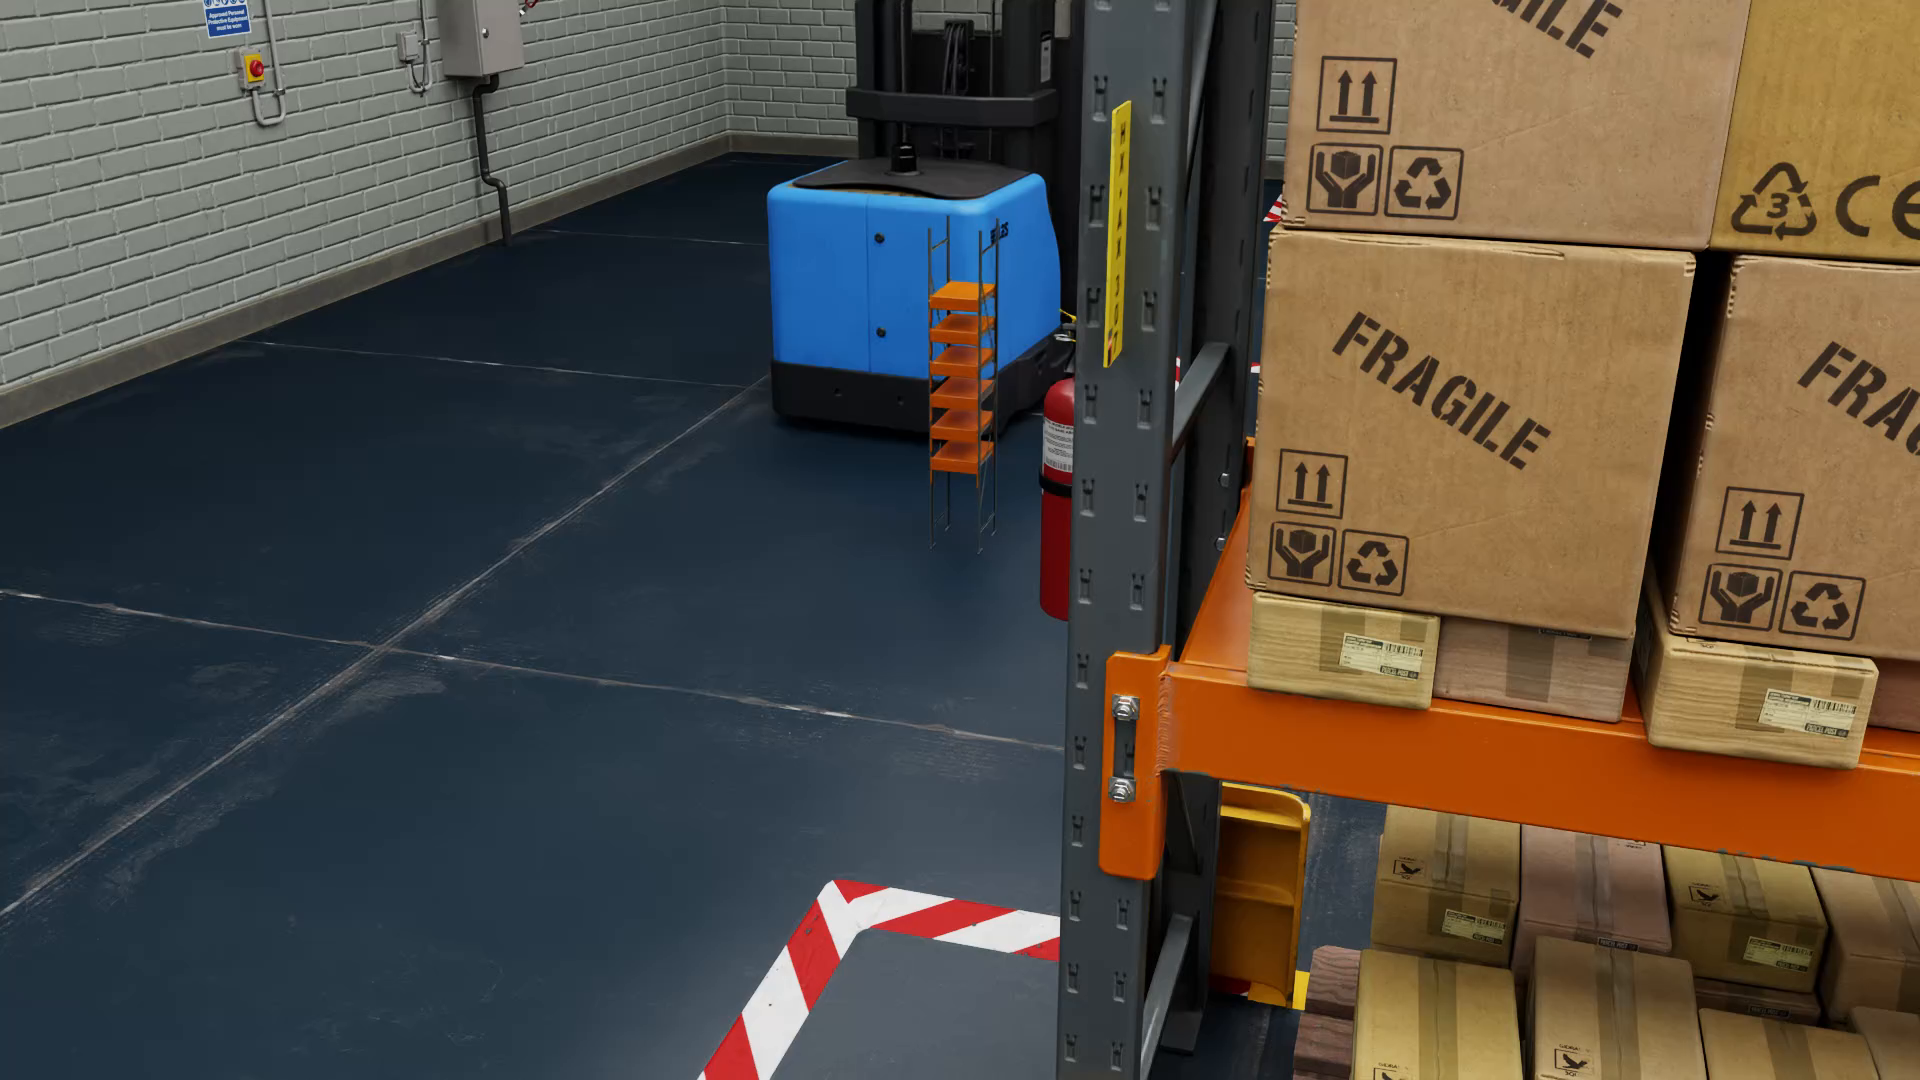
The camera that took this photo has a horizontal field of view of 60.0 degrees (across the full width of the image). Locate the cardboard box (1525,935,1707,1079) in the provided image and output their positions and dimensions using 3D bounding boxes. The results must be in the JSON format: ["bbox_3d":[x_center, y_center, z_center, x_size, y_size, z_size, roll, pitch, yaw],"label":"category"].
[{"bbox_3d":[1.060,0.832,2.709,0.250,0.149,0.380,7,23,16],"label":"cardboard box"}]

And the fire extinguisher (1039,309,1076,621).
[{"bbox_3d":[0.250,-0.172,3.331,0.183,0.674,0.296,7,23,16],"label":"fire extinguisher"}]

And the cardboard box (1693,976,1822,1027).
[{"bbox_3d":[1.444,0.812,3.148,0.250,0.149,0.380,6,23,13],"label":"cardboard box"}]

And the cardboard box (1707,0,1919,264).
[{"bbox_3d":[1.196,-0.633,2.020,0.500,0.500,0.500,7,23,17],"label":"cardboard box"}]

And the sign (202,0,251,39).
[{"bbox_3d":[-3.786,-2.719,8.589,0.001,0.218,0.327,7,23,16],"label":"sign"}]

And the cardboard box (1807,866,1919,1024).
[{"bbox_3d":[1.676,0.712,3.000,0.250,0.149,0.380,6,23,13],"label":"cardboard box"}]

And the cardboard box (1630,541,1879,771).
[{"bbox_3d":[1.071,0.147,2.289,0.250,0.149,0.380,6,23,14],"label":"cardboard box"}]

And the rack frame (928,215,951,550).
[{"bbox_3d":[-0.074,-0.564,6.063,0.006,1.200,0.240,7,23,16],"label":"rack frame"}]

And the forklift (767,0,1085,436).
[{"bbox_3d":[0.174,-2.323,8.071,1.130,2.935,3.031,9,24,20],"label":"forklift"}]

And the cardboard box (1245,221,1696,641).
[{"bbox_3d":[0.708,-0.220,2.329,0.500,0.500,0.500,8,24,18],"label":"cardboard box"}]

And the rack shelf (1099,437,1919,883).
[{"bbox_3d":[2.273,0.367,2.371,4.000,0.370,1.077,7,23,16],"label":"rack shelf"}]

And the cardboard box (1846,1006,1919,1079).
[{"bbox_3d":[1.526,0.903,2.536,0.250,0.149,0.380,5,23,13],"label":"cardboard box"}]

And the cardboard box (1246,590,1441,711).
[{"bbox_3d":[0.574,0.086,2.440,0.250,0.149,0.380,6,23,15],"label":"cardboard box"}]

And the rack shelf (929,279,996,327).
[{"bbox_3d":[0.014,-0.845,5.919,0.180,0.103,0.258,7,23,16],"label":"rack shelf"}]

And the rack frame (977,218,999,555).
[{"bbox_3d":[0.101,-0.543,6.014,0.006,1.200,0.240,7,23,16],"label":"rack frame"}]

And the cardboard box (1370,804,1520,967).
[{"bbox_3d":[0.938,0.630,3.200,0.250,0.149,0.380,7,23,16],"label":"cardboard box"}]

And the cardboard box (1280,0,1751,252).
[{"bbox_3d":[0.711,-0.686,2.149,0.500,0.500,0.500,6,23,15],"label":"cardboard box"}]

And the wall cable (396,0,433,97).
[{"bbox_3d":[-3.315,-3.591,9.733,0.122,1.984,0.588,7,23,16],"label":"wall cable"}]

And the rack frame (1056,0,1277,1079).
[{"bbox_3d":[0.358,-0.185,2.769,0.127,3.000,1.000,7,23,16],"label":"rack frame"}]

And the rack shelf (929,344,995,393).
[{"bbox_3d":[0.014,-0.623,6.010,0.180,0.103,0.258,7,23,16],"label":"rack shelf"}]

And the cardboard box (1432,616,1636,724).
[{"bbox_3d":[0.829,0.098,2.408,0.250,0.149,0.380,7,23,17],"label":"cardboard box"}]

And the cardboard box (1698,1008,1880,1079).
[{"bbox_3d":[1.264,0.906,2.529,0.250,0.149,0.380,6,23,15],"label":"cardboard box"}]

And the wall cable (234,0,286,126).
[{"bbox_3d":[-3.714,-3.089,8.468,0.123,1.953,0.585,7,23,16],"label":"wall cable"}]

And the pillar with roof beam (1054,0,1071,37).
[{"bbox_3d":[-0.443,-5.633,8.145,0.400,9.000,9.100,7,23,16],"label":"pillar with roof beam"}]

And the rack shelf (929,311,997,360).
[{"bbox_3d":[0.014,-0.734,5.964,0.180,0.103,0.258,7,23,16],"label":"rack shelf"}]

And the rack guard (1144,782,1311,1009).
[{"bbox_3d":[0.431,0.980,3.223,0.348,0.500,1.175,7,23,16],"label":"rack guard"}]

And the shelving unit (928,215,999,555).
[{"bbox_3d":[0.014,-0.554,6.038,0.189,1.200,0.258,7,23,16],"label":"shelving unit"}]

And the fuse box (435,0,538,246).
[{"bbox_3d":[-2.967,-2.756,10.733,0.414,1.711,0.539,7,23,16],"label":"fuse box"}]

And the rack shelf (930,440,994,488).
[{"bbox_3d":[0.014,-0.290,6.146,0.180,0.103,0.258,7,23,16],"label":"rack shelf"}]

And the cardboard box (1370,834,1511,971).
[{"bbox_3d":[0.946,0.756,3.286,0.250,0.149,0.380,6,23,14],"label":"cardboard box"}]

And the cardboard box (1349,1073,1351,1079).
[{"bbox_3d":[0.786,0.953,2.807,0.250,0.149,0.380,8,23,18],"label":"cardboard box"}]

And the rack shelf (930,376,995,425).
[{"bbox_3d":[0.014,-0.512,6.055,0.180,0.103,0.258,7,23,16],"label":"rack shelf"}]

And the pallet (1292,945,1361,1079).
[{"bbox_3d":[1.198,1.215,3.029,1.213,0.211,1.003,7,23,16],"label":"pallet"}]

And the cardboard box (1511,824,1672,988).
[{"bbox_3d":[1.162,0.679,3.082,0.250,0.149,0.380,7,23,17],"label":"cardboard box"}]

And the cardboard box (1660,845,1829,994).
[{"bbox_3d":[1.447,0.661,3.126,0.250,0.149,0.380,6,23,14],"label":"cardboard box"}]

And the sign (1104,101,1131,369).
[{"bbox_3d":[0.202,-0.389,2.124,0.005,0.325,0.100,7,23,16],"label":"sign"}]

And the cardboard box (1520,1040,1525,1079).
[{"bbox_3d":[1.031,1.003,2.683,0.250,0.149,0.380,6,23,15],"label":"cardboard box"}]

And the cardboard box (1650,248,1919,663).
[{"bbox_3d":[1.228,-0.170,2.208,0.500,0.500,0.500,7,23,16],"label":"cardboard box"}]

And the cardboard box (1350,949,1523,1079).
[{"bbox_3d":[0.762,0.845,2.677,0.250,0.149,0.380,5,23,13],"label":"cardboard box"}]

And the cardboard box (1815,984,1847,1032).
[{"bbox_3d":[1.671,0.879,2.985,0.250,0.149,0.380,6,23,15],"label":"cardboard box"}]

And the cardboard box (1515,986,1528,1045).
[{"bbox_3d":[1.181,0.804,3.168,0.250,0.149,0.380,6,23,14],"label":"cardboard box"}]

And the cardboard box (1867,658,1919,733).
[{"bbox_3d":[1.359,0.126,2.341,0.250,0.149,0.380,8,24,18],"label":"cardboard box"}]

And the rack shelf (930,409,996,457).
[{"bbox_3d":[0.014,-0.401,6.101,0.180,0.103,0.258,7,23,16],"label":"rack shelf"}]
